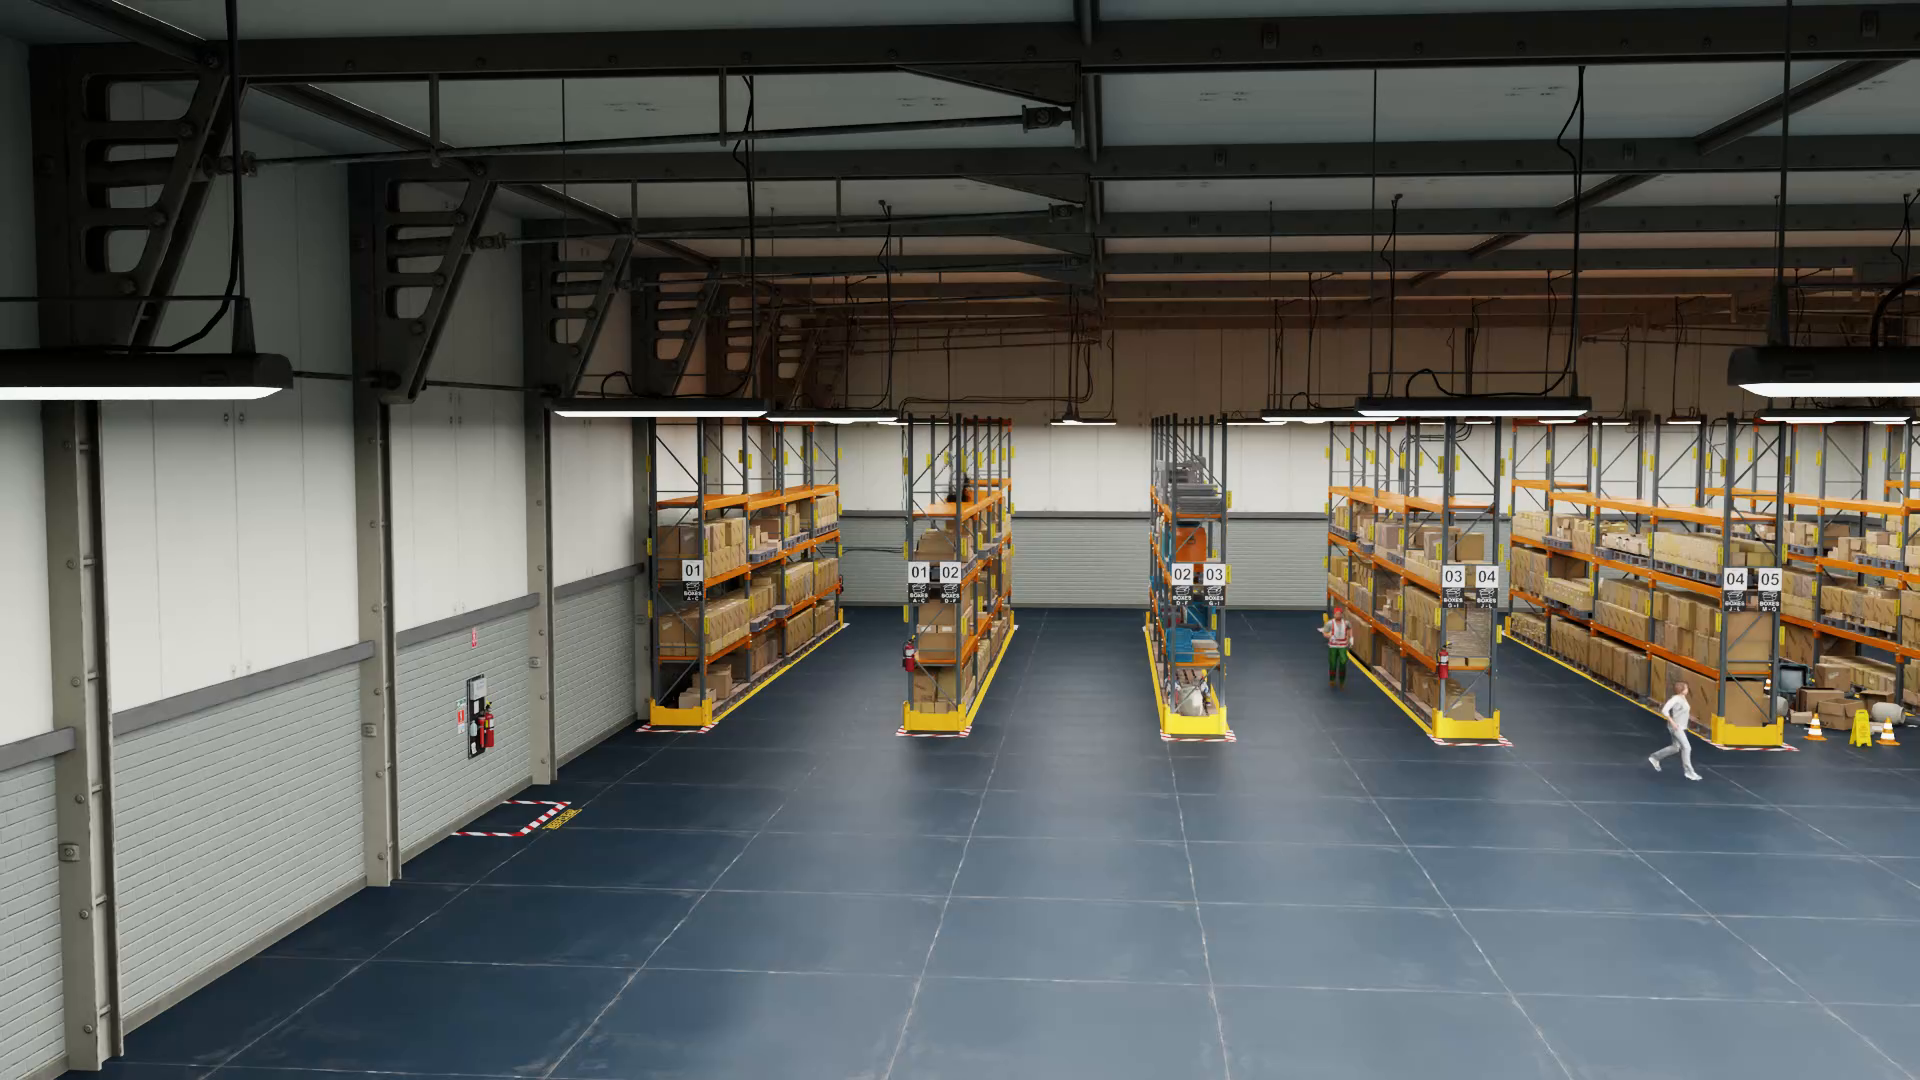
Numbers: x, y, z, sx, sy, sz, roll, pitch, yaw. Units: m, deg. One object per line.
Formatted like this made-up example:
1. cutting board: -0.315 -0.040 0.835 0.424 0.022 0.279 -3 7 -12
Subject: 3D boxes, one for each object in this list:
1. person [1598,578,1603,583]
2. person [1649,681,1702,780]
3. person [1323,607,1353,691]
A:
1. person: 16.980 1.873 44.130 0.629 1.770 0.693 0 4 -2
2. person: 11.711 3.099 27.207 0.843 1.592 0.554 3 5 36
3. person: 8.284 2.394 36.423 0.680 1.864 0.770 0 4 5
